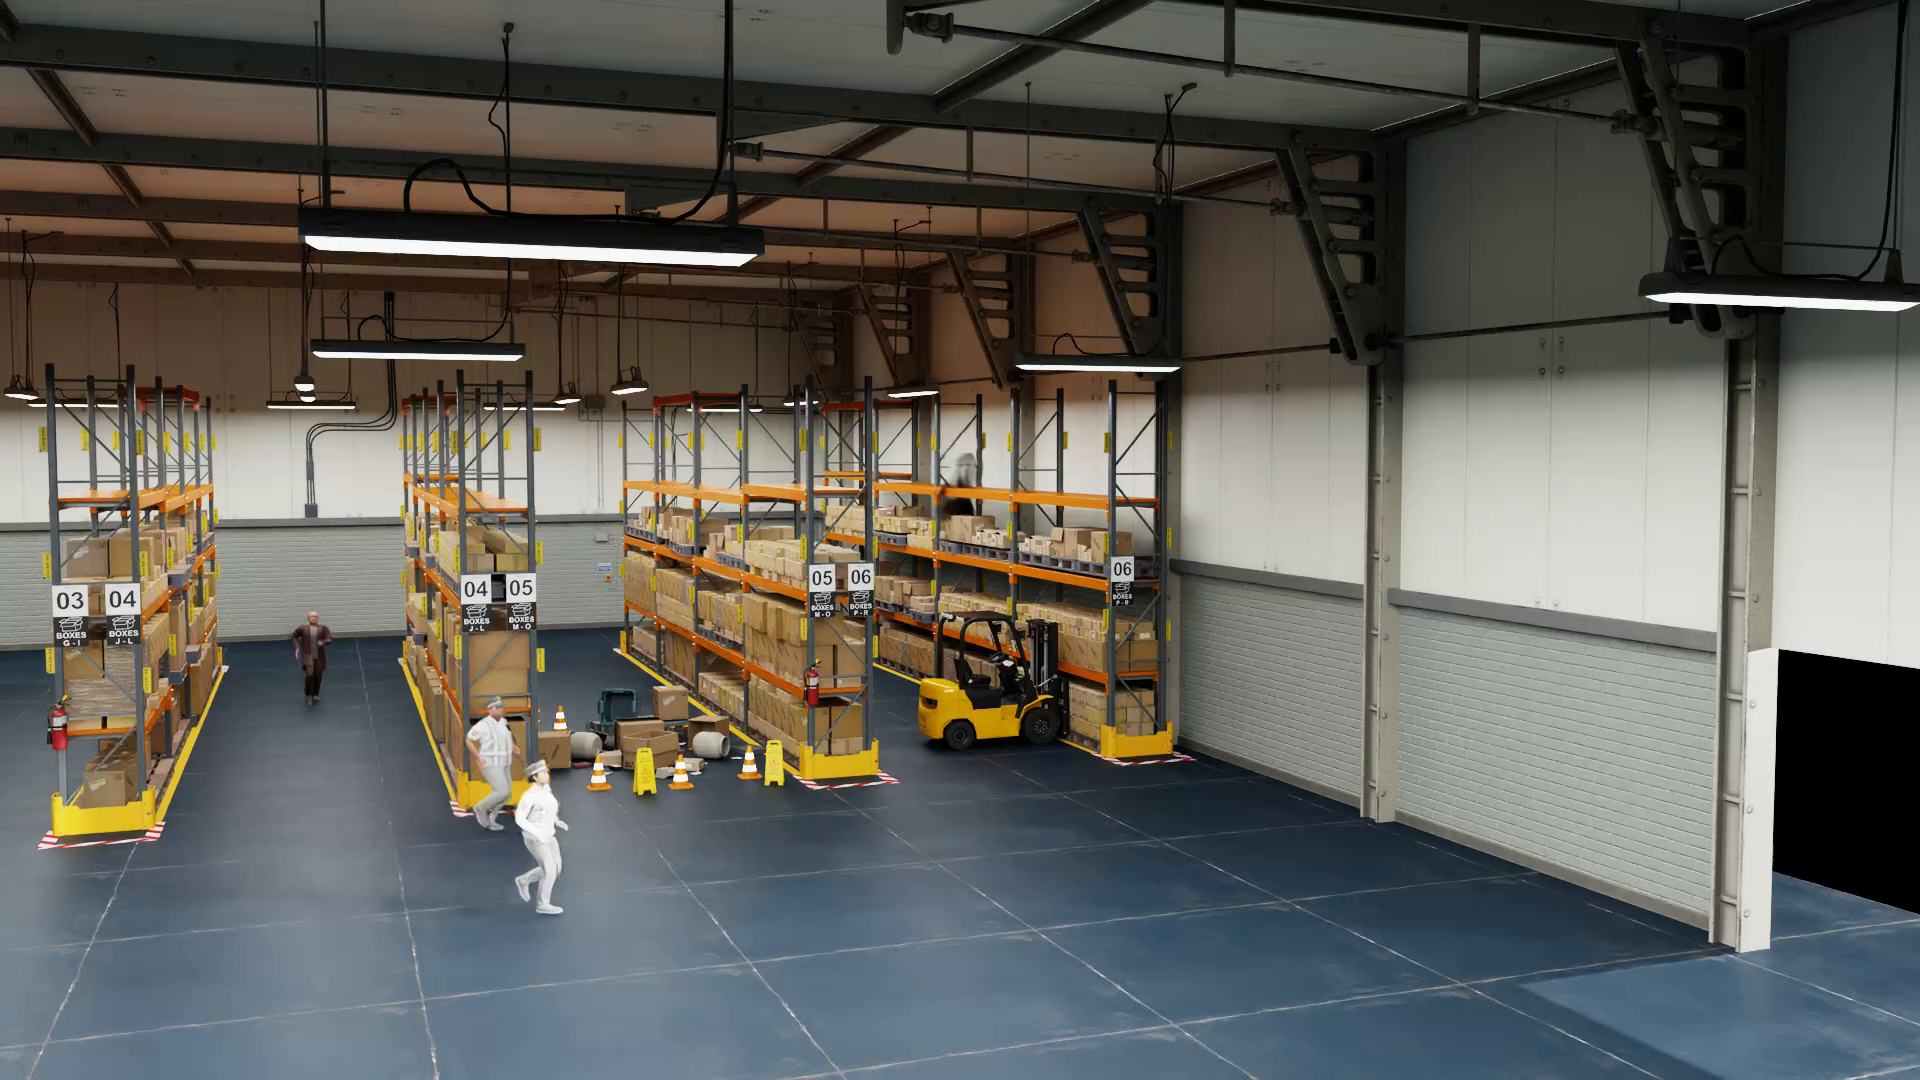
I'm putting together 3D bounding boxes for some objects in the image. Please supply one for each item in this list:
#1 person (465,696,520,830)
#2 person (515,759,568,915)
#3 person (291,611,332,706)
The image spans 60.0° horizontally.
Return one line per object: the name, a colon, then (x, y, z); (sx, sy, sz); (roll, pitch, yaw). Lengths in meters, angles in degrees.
person: (-5.939, 2.879, 21.422); (0.590, 1.744, 0.654); (1, 4, 22)
person: (-4.485, 3.145, 17.634); (0.580, 1.649, 0.600); (1, 3, 14)
person: (-12.350, 2.264, 31.754); (0.673, 1.800, 0.773); (-2, 4, -32)
